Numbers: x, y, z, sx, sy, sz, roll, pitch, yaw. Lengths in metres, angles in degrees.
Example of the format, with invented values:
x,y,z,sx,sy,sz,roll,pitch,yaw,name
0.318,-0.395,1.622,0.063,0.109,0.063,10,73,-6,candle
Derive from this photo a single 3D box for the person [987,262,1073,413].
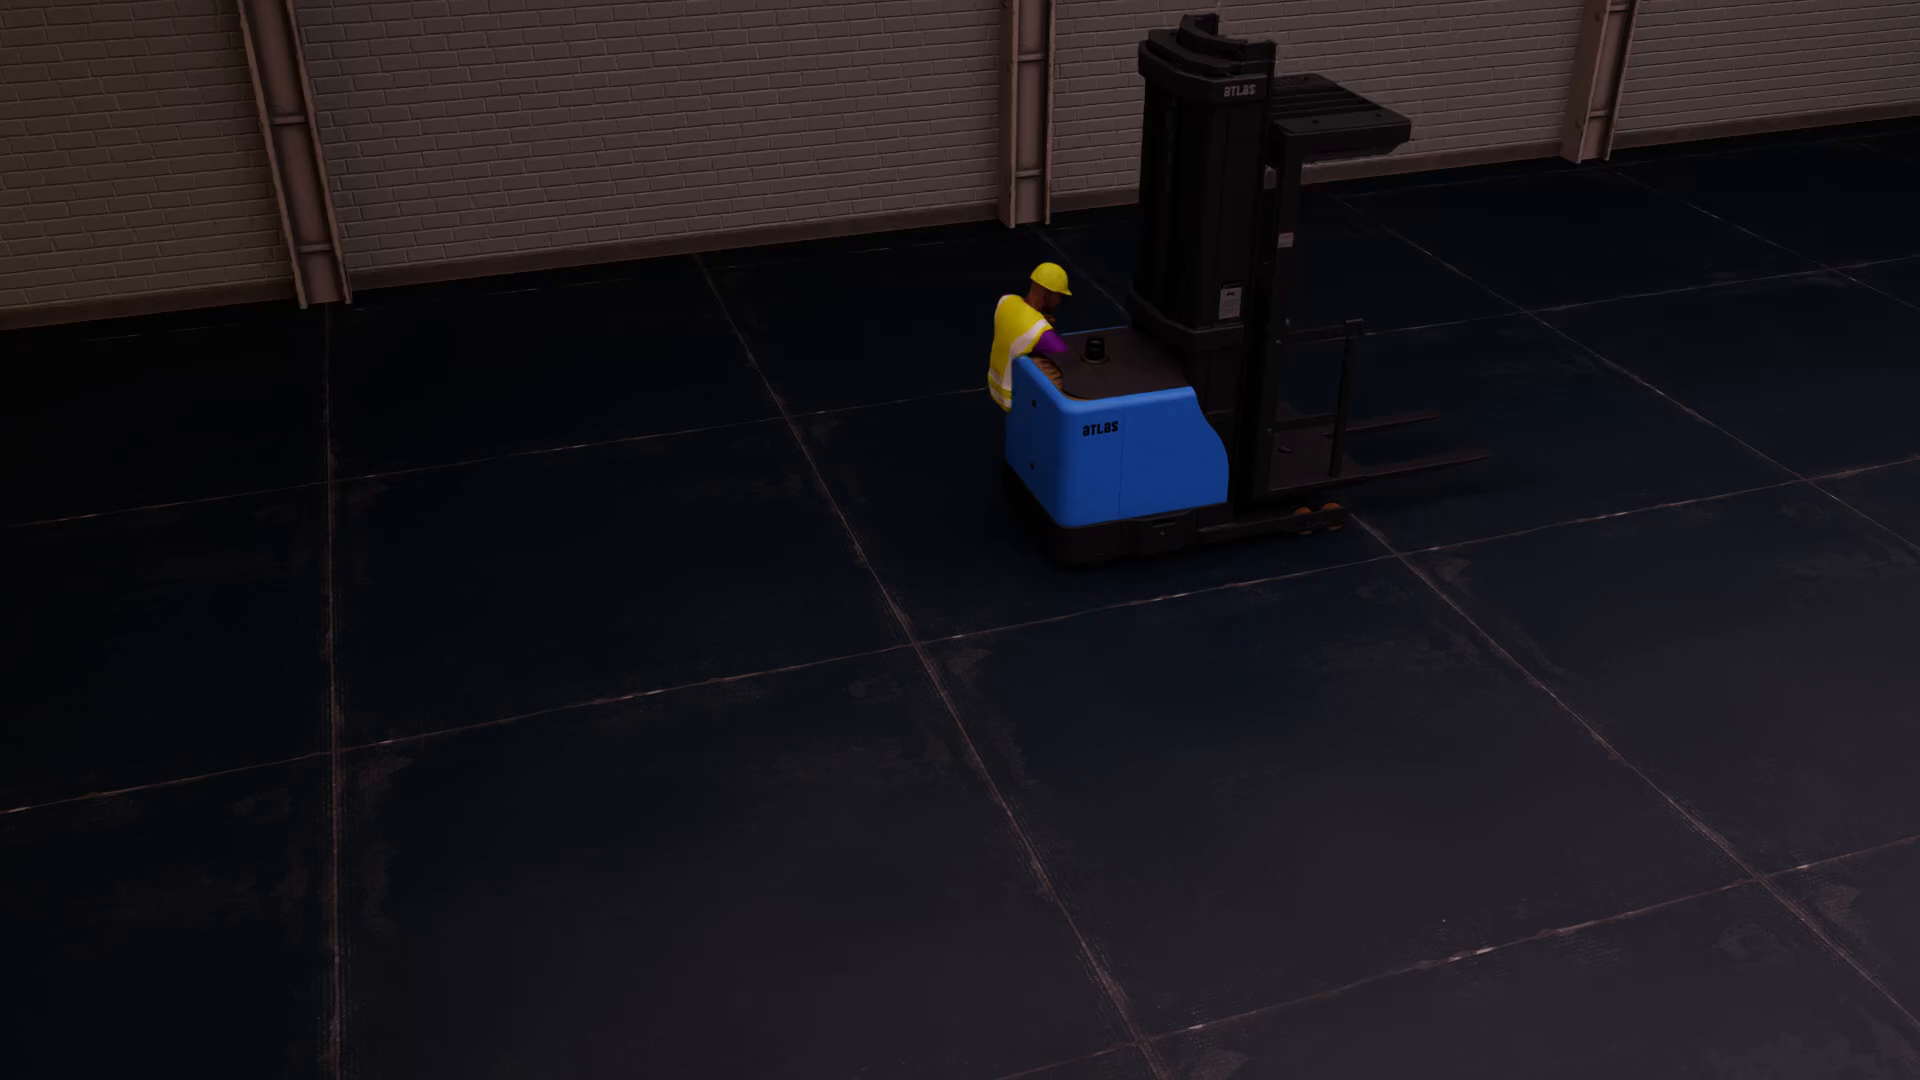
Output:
x,y,z,sx,sy,sz,roll,pitch,yaw,name
0.543,-1.002,10.184,0.730,1.522,0.997,-12,32,-20,person

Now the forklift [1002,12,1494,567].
x,y,z,sx,sy,sz,roll,pitch,yaw,name
1.840,-1.539,9.762,3.031,2.935,1.130,-9,31,-16,forklift
